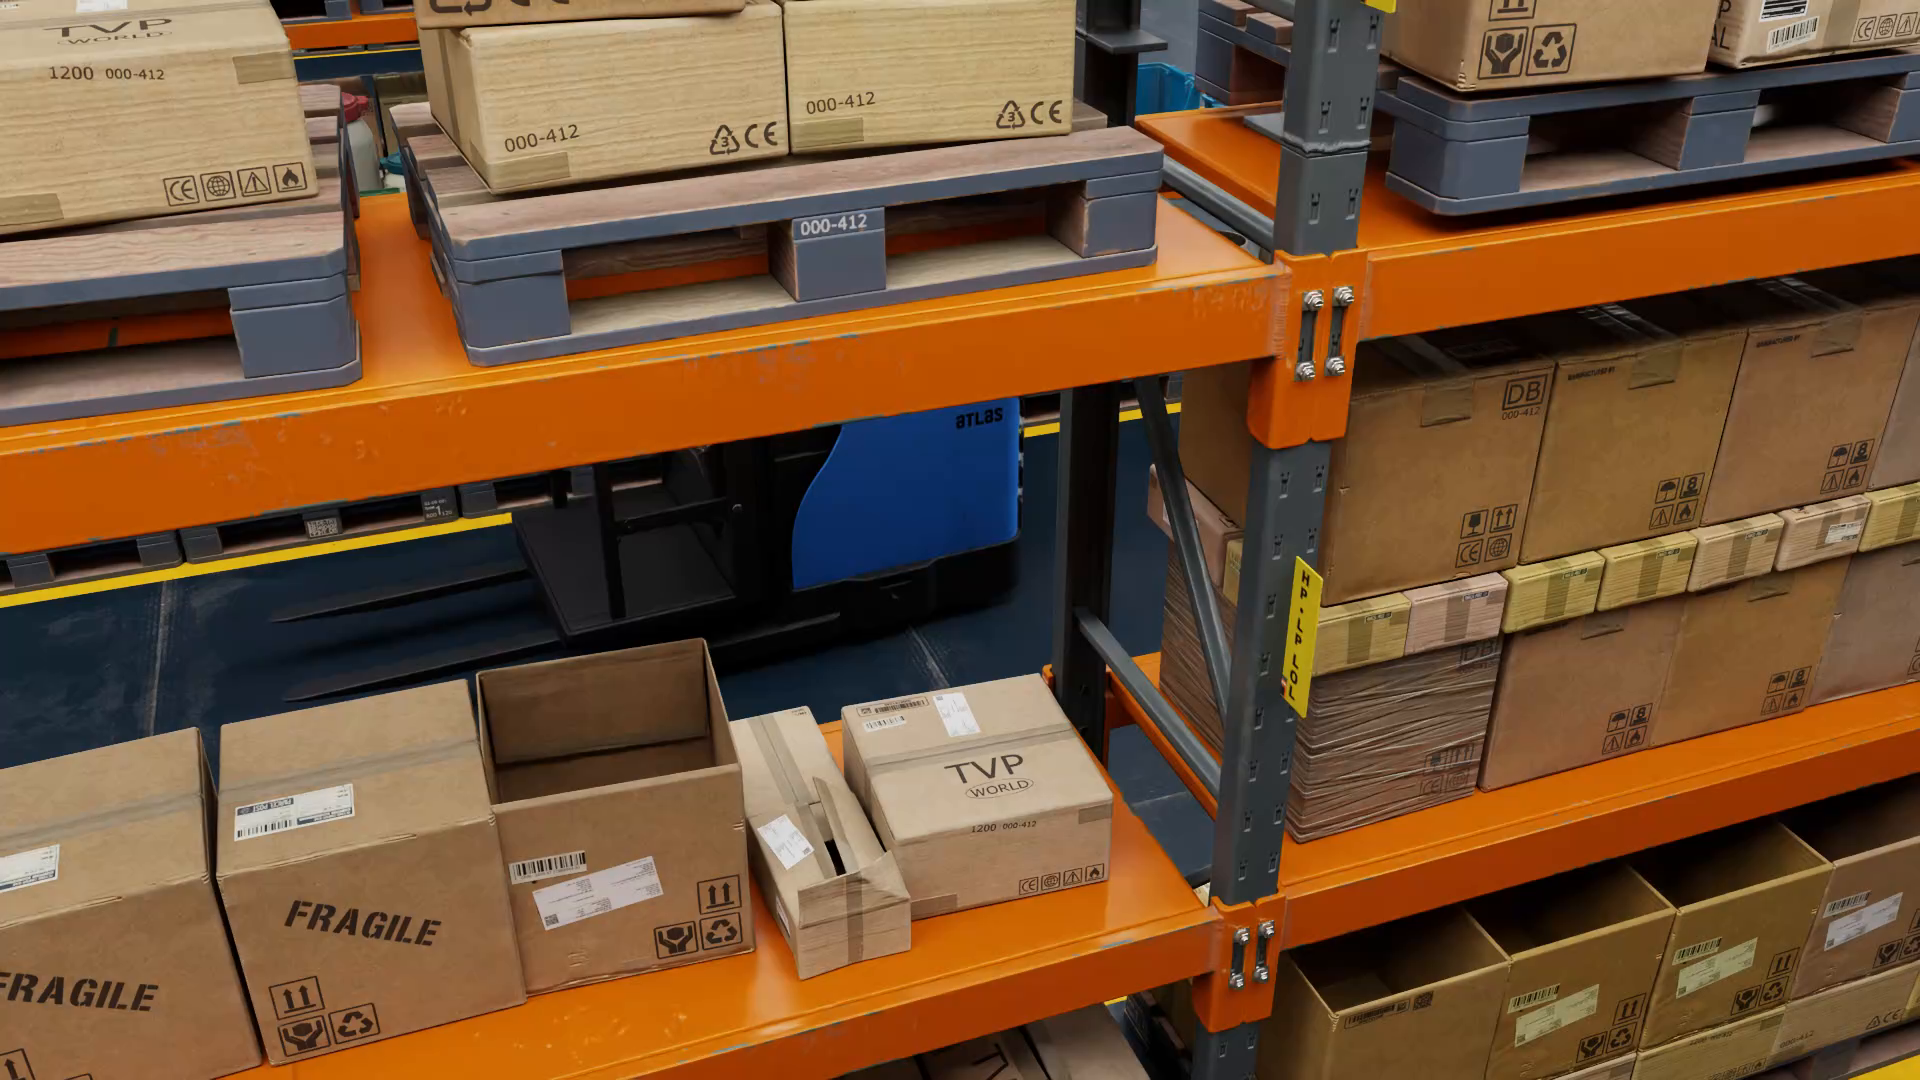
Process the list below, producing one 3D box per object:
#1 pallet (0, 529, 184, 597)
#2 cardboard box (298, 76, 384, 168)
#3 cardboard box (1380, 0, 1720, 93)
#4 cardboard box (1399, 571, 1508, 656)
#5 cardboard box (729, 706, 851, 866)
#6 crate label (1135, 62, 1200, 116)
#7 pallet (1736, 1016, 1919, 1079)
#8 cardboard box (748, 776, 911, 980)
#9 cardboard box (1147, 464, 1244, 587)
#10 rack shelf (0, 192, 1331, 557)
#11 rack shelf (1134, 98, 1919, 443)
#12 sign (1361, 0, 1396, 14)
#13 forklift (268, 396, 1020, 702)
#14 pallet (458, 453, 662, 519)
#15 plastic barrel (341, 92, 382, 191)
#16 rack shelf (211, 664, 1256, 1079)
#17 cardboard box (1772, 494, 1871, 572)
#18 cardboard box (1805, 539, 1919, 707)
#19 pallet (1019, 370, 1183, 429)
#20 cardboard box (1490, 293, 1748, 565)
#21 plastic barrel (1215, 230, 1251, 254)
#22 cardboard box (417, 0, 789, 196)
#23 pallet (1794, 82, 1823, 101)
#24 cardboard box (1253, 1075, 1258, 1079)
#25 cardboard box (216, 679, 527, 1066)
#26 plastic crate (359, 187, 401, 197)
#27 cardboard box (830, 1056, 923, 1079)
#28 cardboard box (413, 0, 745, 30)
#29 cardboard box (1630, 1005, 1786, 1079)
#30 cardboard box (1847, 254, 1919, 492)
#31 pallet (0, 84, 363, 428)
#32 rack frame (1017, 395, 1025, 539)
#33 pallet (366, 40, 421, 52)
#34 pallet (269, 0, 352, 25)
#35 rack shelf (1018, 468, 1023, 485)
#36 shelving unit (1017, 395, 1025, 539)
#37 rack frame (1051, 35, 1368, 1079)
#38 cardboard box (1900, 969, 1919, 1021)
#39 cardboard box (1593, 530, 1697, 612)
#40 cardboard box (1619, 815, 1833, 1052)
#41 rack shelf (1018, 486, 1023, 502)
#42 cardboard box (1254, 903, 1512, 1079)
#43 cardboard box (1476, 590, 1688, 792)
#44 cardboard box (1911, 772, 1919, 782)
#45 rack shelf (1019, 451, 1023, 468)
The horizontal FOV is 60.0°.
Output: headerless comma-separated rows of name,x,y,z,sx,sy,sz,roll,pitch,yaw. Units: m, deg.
pallet,-4.258,-0.100,7.713,1.213,0.211,1.003,-10,31,-18
cardboard box,-4.537,-3.023,12.107,0.500,0.500,0.700,-13,32,-22
cardboard box,1.039,-1.143,3.029,0.500,0.500,0.500,-8,31,-14
cardboard box,1.029,0.087,3.811,0.250,0.149,0.380,-10,31,-17
cardboard box,-0.427,0.579,3.957,0.250,0.149,0.380,-10,31,-18
crate label,0.869,-2.149,8.457,0.616,0.435,0.502,-10,31,-18
pallet,2.380,1.293,5.267,1.213,0.211,1.003,-10,31,-18
cardboard box,-0.285,0.707,3.614,0.258,0.266,0.396,-11,32,-19
cardboard box,0.655,-0.060,4.068,0.250,0.149,0.380,-10,31,-18
rack shelf,-1.400,-0.234,2.826,4.000,0.370,1.077,-10,31,-18
rack shelf,2.349,-0.924,4.038,4.000,0.370,1.077,-10,31,-18
sign,0.673,-1.003,2.609,0.005,0.325,0.100,-10,31,-18
forklift,-1.300,-0.937,6.434,3.031,2.935,1.130,-13,32,-21
pallet,-1.971,-0.522,8.452,1.213,0.211,1.003,-10,31,-18
plastic barrel,-2.910,-1.756,7.664,0.433,0.535,0.433,0,30,0
rack shelf,-1.400,1.070,3.569,4.000,0.370,1.077,-10,31,-18
cardboard box,2.001,-0.094,4.129,0.250,0.149,0.380,-11,32,-19
cardboard box,2.332,0.021,4.582,0.500,0.500,0.700,-9,31,-16
pallet,0.540,-0.984,9.264,1.213,0.211,1.003,-10,31,-18
cardboard box,1.362,-0.363,3.945,0.500,0.500,0.700,-11,31,-18
plastic barrel,1.440,-1.443,9.342,0.421,0.512,0.421,0,30,0
cardboard box,-0.620,-0.811,2.840,0.500,0.250,0.500,-14,32,-22
pallet,2.407,-1.221,3.922,1.213,0.211,1.003,-10,31,-18
cardboard box,1.015,1.485,4.467,0.500,0.250,0.500,-10,31,-18
cardboard box,-1.214,0.671,3.441,0.500,0.500,0.500,-10,31,-18
plastic crate,-2.783,-1.363,7.327,0.662,0.188,0.450,-10,31,-18
cardboard box,-0.290,1.476,3.916,0.500,0.311,0.500,-10,31,-16
cardboard box,-0.643,-1.137,2.656,0.500,0.500,0.500,-7,31,-13
cardboard box,1.956,1.317,4.762,0.500,0.250,0.500,-10,31,-18
cardboard box,2.299,-0.535,4.247,0.500,0.500,0.700,-10,31,-18
pallet,-1.622,-0.472,2.709,1.213,0.211,1.003,-9,31,-15
rack frame,0.236,-0.448,7.628,0.006,0.900,0.240,-13,32,-21
pallet,-5.308,-5.124,16.530,1.213,0.211,1.003,-10,31,-18
pallet,-4.884,-3.772,11.534,1.213,0.211,1.003,-10,31,-18
rack shelf,0.144,-0.320,7.652,0.200,0.077,0.258,-13,32,-21
shelving unit,0.144,-0.427,7.591,0.210,0.900,0.258,-13,32,-21
rack frame,0.475,0.412,3.997,0.127,3.000,1.000,-10,31,-18
cardboard box,2.892,1.142,5.068,0.500,0.250,0.500,-10,31,-18
cardboard box,1.516,-0.004,3.971,0.250,0.149,0.380,-11,31,-18
cardboard box,1.956,0.991,4.576,0.500,0.500,0.500,-10,31,-18
rack shelf,0.144,-0.242,7.697,0.200,0.077,0.258,-13,32,-21
cardboard box,1.019,1.164,4.273,0.500,0.500,0.500,-10,31,-18
cardboard box,1.380,0.195,4.277,0.500,0.500,0.700,-11,31,-18
cardboard box,2.893,0.818,4.880,0.500,0.500,0.500,-10,31,-18
rack shelf,0.144,-0.398,7.607,0.200,0.077,0.258,-13,32,-21
